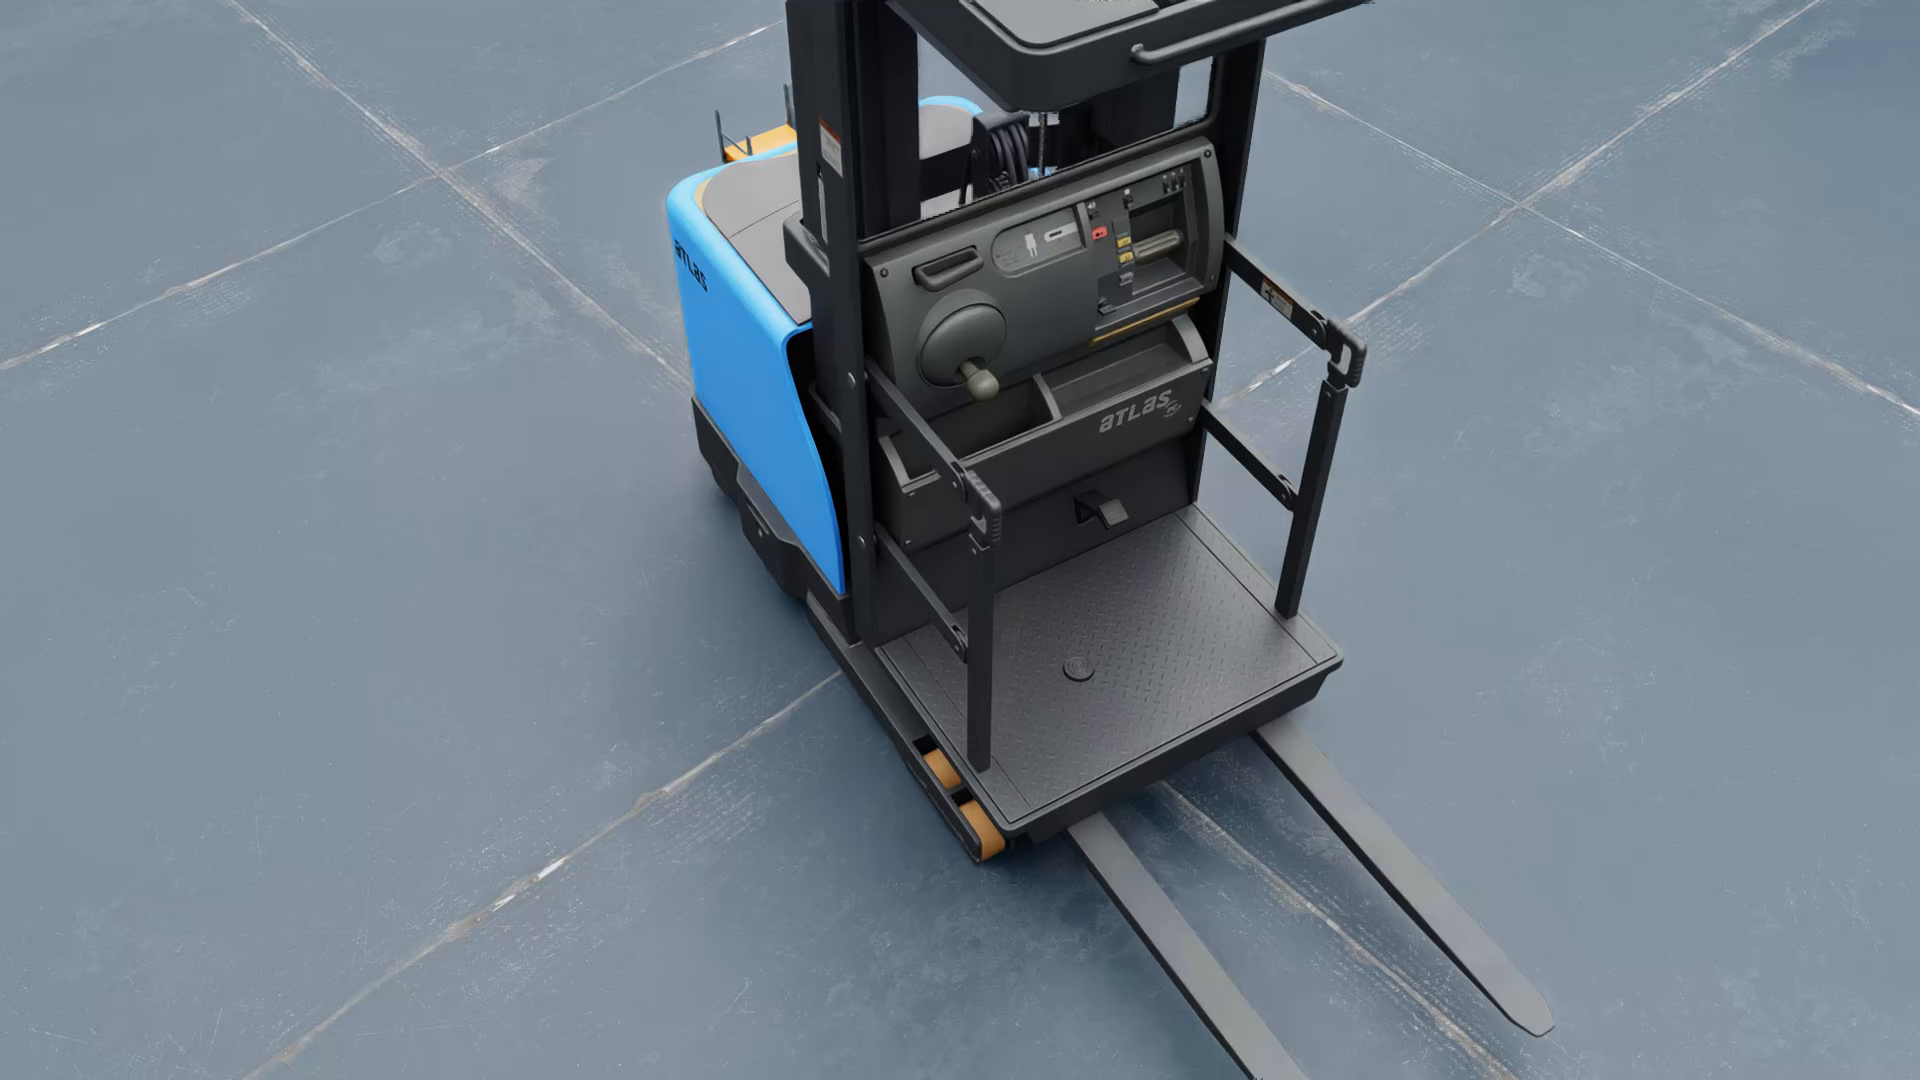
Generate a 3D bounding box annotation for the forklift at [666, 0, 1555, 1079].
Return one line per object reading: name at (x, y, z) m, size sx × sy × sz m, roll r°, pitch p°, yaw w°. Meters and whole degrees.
forklift at (0.335, -0.534, 3.748) m, size 1.130 × 2.935 × 3.031 m, roll -24°, pitch 52°, yaw -20°

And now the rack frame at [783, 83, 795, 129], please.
rack frame at (-0.470, -0.981, 5.434) m, size 0.008 × 1.050 × 0.200 m, roll -28°, pitch 51°, yaw -24°

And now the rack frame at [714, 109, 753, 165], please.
rack frame at (-0.667, -0.875, 5.336) m, size 0.008 × 1.050 × 0.200 m, roll -28°, pitch 51°, yaw -24°

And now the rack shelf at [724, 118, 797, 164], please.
rack shelf at (-0.575, -1.120, 5.191) m, size 0.240 × 0.259 × 0.215 m, roll -28°, pitch 51°, yaw -24°

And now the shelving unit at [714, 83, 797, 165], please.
shelving unit at (-0.569, -0.928, 5.385) m, size 0.252 × 1.050 × 0.215 m, roll -28°, pitch 51°, yaw -24°
